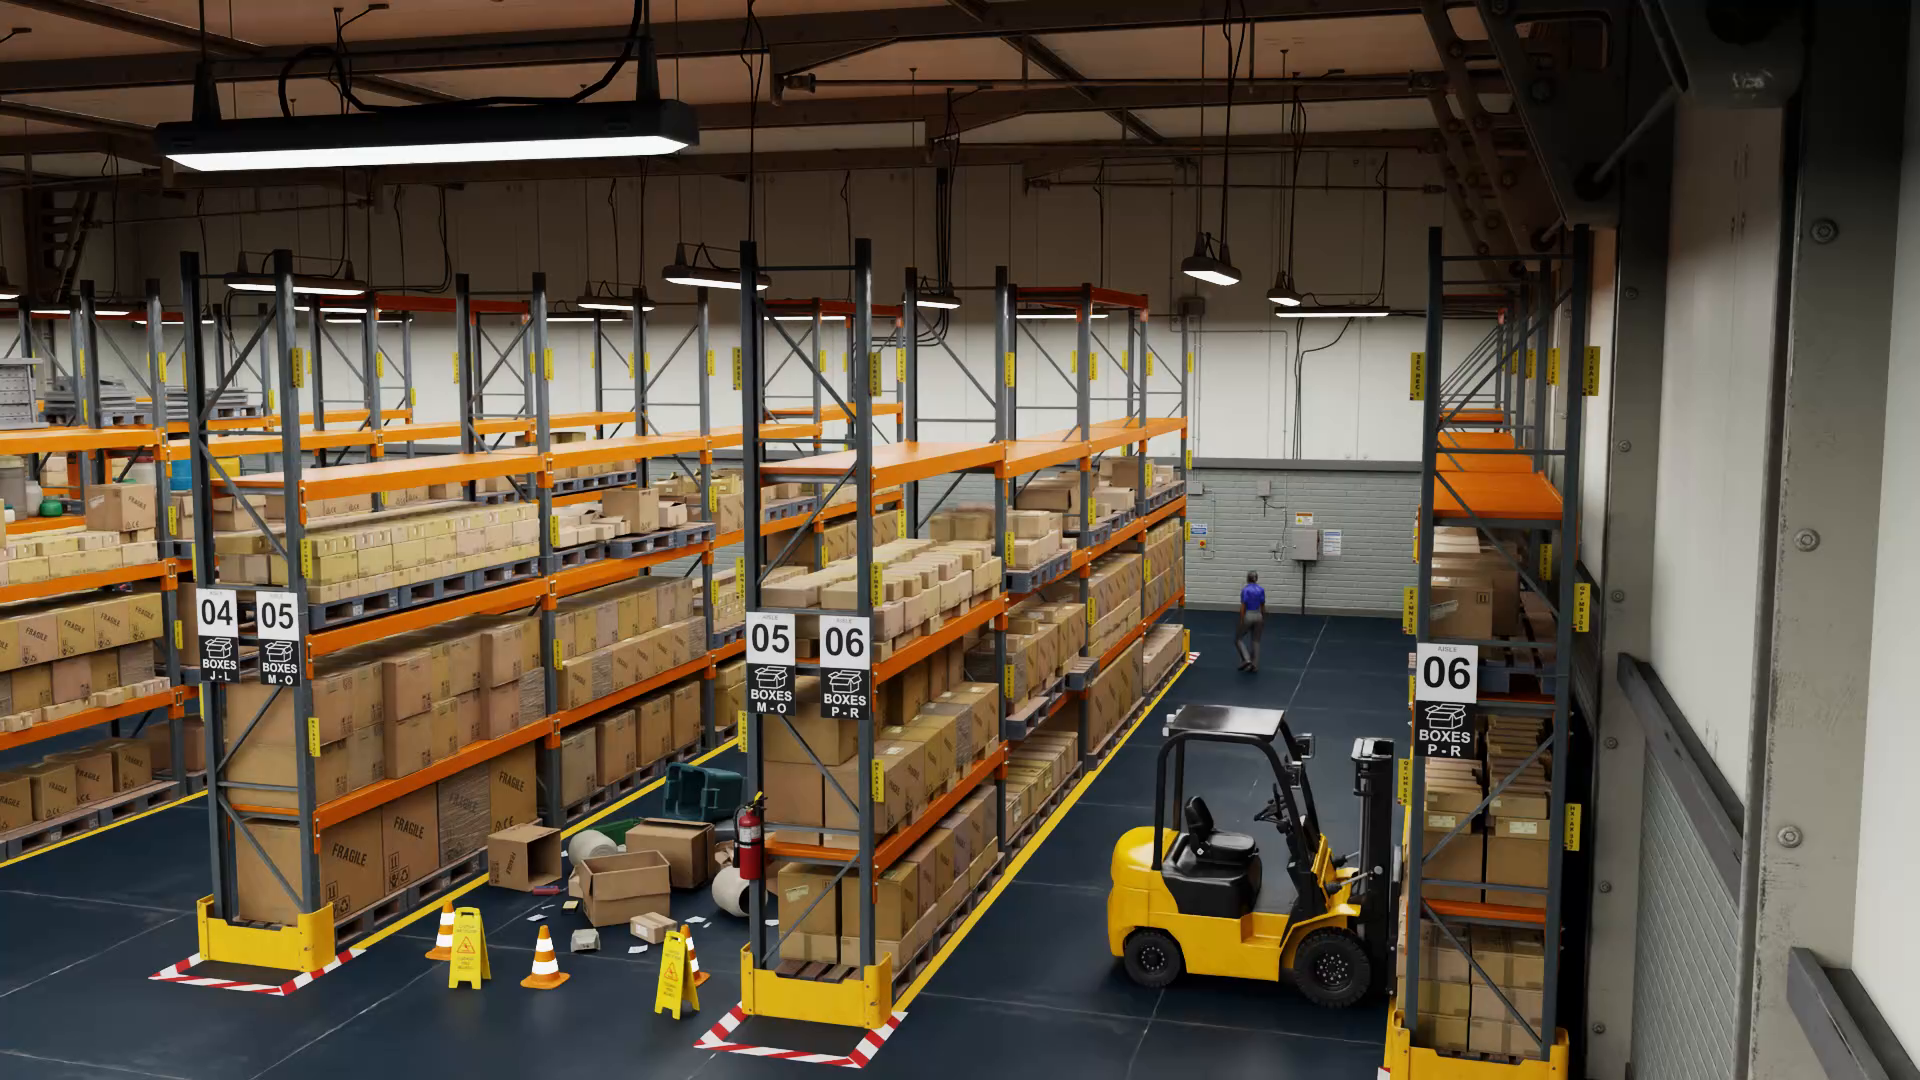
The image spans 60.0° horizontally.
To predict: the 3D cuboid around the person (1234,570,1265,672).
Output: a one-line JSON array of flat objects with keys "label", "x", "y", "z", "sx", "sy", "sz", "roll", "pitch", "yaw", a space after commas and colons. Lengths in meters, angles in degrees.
[{"label": "person", "x": 4.744, "y": 1.318, "z": 27.059, "sx": 0.502, "sy": 1.657, "sz": 0.444, "roll": -2, "pitch": 7, "yaw": -19}]
